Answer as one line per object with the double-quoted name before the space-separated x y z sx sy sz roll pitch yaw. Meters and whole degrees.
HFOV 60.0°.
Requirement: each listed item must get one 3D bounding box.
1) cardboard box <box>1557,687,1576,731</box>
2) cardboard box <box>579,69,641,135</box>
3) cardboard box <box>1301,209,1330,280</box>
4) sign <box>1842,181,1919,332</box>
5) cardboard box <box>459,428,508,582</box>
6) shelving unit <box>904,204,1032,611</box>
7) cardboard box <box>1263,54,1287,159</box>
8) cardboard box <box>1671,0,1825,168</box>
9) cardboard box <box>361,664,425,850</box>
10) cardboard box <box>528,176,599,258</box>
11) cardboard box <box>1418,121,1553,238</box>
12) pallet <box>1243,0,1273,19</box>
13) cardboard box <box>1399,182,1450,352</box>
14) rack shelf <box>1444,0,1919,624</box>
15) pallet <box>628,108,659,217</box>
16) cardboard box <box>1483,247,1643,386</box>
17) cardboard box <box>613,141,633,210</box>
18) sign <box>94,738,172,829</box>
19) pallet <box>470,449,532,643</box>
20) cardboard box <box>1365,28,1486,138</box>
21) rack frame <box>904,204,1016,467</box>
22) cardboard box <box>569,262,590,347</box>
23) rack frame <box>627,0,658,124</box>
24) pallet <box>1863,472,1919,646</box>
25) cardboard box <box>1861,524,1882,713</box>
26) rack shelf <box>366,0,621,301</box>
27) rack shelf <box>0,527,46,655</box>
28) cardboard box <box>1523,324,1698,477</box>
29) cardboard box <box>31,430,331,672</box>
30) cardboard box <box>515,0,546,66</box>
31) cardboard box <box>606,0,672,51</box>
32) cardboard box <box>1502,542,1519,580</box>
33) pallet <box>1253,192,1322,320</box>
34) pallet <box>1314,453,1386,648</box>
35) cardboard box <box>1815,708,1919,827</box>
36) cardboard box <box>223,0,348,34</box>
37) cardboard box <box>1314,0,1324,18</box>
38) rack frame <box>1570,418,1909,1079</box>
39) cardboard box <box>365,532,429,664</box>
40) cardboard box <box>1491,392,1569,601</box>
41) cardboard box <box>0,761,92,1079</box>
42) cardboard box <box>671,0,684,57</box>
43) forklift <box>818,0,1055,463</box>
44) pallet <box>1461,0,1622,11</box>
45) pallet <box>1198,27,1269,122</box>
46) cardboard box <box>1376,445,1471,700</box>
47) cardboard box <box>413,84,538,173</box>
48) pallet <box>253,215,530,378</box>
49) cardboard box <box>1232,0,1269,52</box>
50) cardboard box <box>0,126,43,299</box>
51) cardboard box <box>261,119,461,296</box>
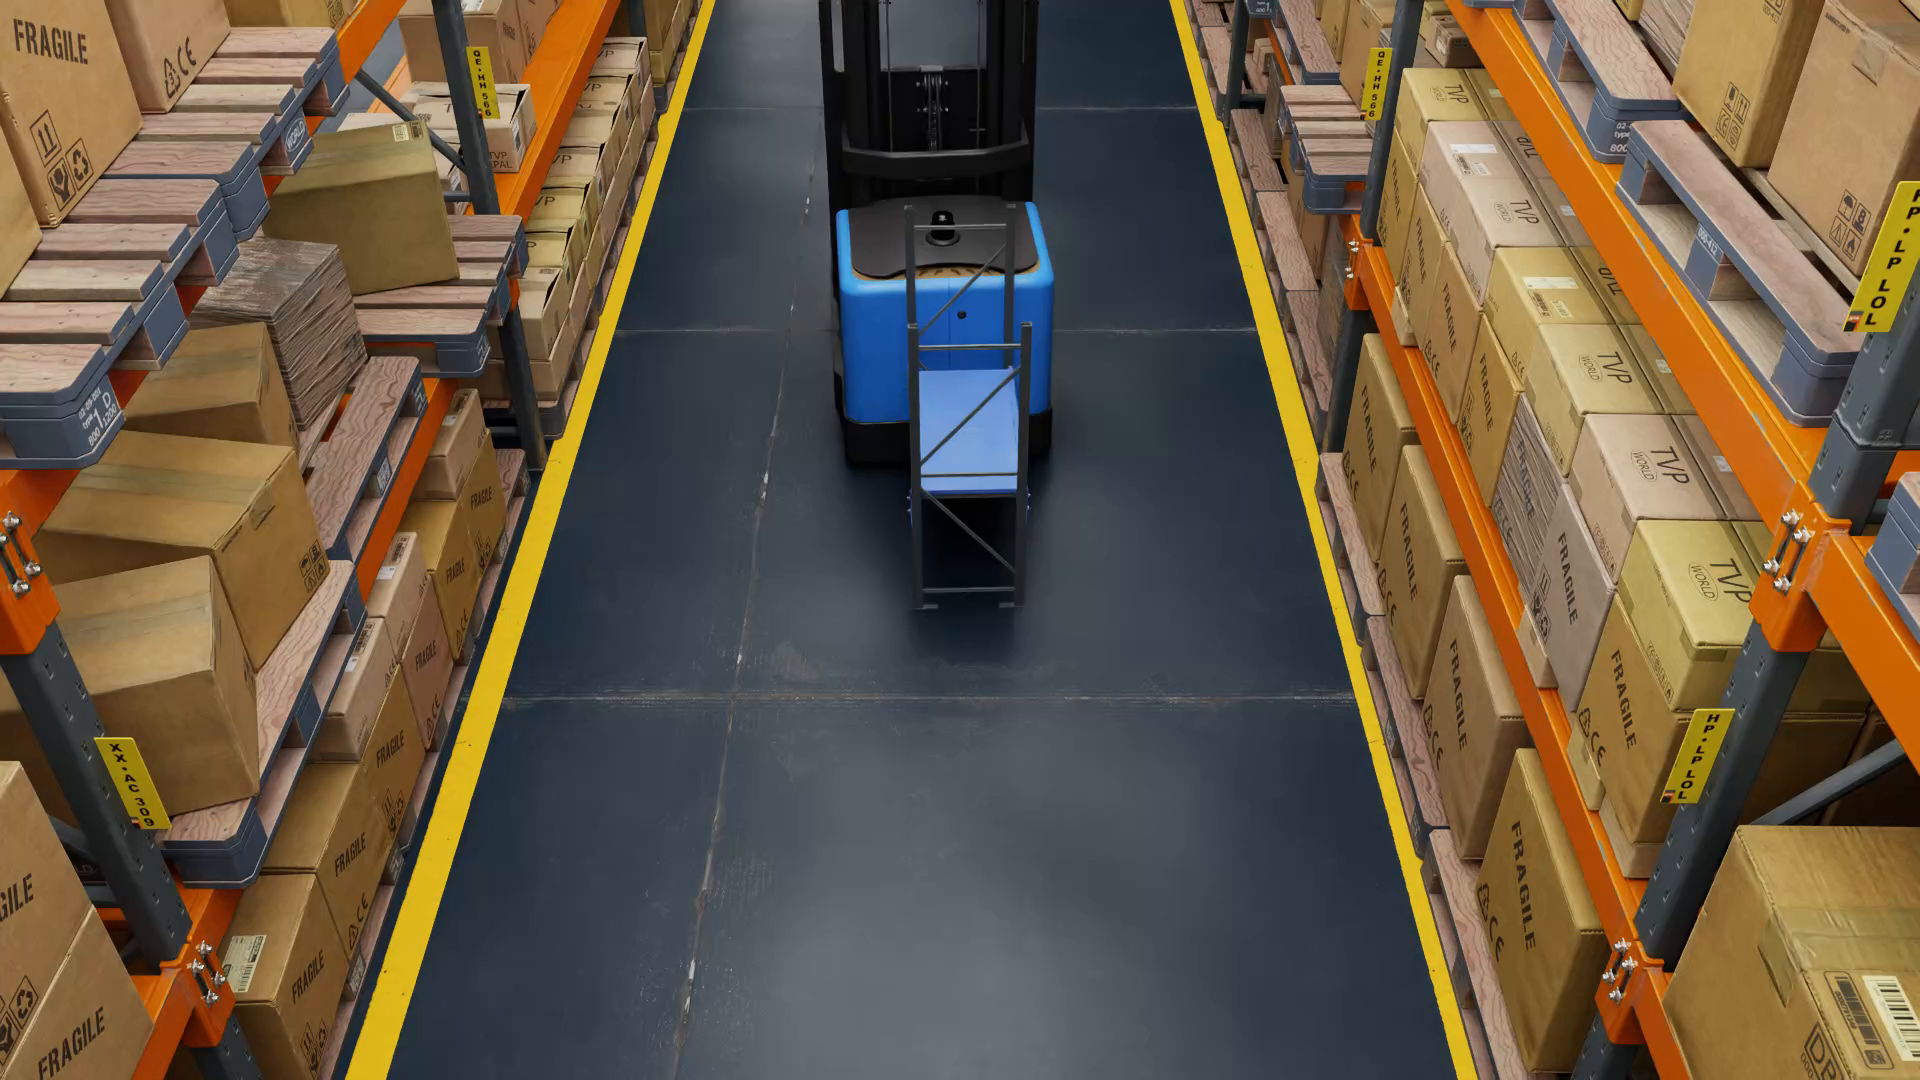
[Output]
"cardboard box" 2.087 0.506 5.151 0.380 0.149 0.250 1 39 1
"cardboard box" -2.320 -2.782 10.483 0.500 0.311 0.500 1 39 1
"cardboard box" 2.378 -1.835 9.533 0.700 0.500 0.500 0 39 0
"sign" 1.807 -0.542 3.210 0.100 0.325 0.005 0 39 0
"cardboard box" -2.373 -0.161 7.445 0.500 0.500 0.500 1 39 2
"shelving unit" 0.020 -0.596 7.539 0.538 1.500 1.048 -1 39 -2
"cardboard box" 2.357 -2.793 10.729 0.700 0.500 0.500 1 39 1
"cardboard box" 2.393 -1.333 4.430 0.700 0.500 0.500 -1 39 -1
"cardboard box" -2.366 0.807 6.237 0.500 0.500 0.500 0 39 0
"cardboard box" -2.323 -1.834 9.300 0.500 0.311 0.500 -1 39 -1
"cardboard box" 2.089 -1.390 6.399 0.500 0.250 0.500 -1 39 -1
"pallet" 2.195 -3.504 10.122 1.003 0.211 1.213 0 39 0
"cardboard box" 2.080 -1.087 6.619 0.500 0.500 0.500 1 39 1
"rack shelf" 2.347 -1.194 5.264 1.077 0.370 4.000 0 39 0
"pallet" -2.574 -2.502 10.949 1.003 0.211 1.213 0 39 0
"cardboard box" 2.100 -0.759 5.610 0.500 0.250 0.500 -1 39 -1
"cardboard box" -2.324 -2.246 10.263 0.500 0.250 0.500 1 39 1
"sign" -2.062 0.609 4.144 0.100 0.325 0.005 0 39 0
"pallet" -2.646 0.006 7.819 1.003 0.211 1.213 0 39 0
"cardboard box" 2.334 -2.060 7.735 0.700 0.500 0.500 -4 39 -5
"rack frame" 0.001 -0.913 7.936 0.500 1.500 0.032 -1 39 -2
"cardboard box" -2.318 -1.282 9.060 0.500 0.250 0.500 -1 39 -1
"rack frame" -2.614 -4.051 10.651 1.000 3.000 0.127 0 39 0
"pallet" 2.340 0.322 2.867 1.003 0.211 1.213 0 39 0
"cardboard box" 2.609 0.203 4.410 0.500 0.250 0.500 1 39 1
"rack shelf" -2.611 -2.519 9.316 1.077 0.370 4.000 0 39 0
"rack shelf" -2.602 1.313 2.135 1.077 0.370 4.000 0 39 0
"cardboard box" 2.101 -0.440 5.212 0.500 0.250 0.500 1 39 1
"cardboard box" -2.446 0.023 5.153 0.700 0.500 0.500 6 39 7
"cardboard box" -2.628 -2.967 9.219 0.500 0.500 0.500 0 39 0
"cardboard box" -2.301 -3.724 11.508 0.500 0.500 0.500 0 39 0
"cardboard box" 2.108 0.031 5.743 0.380 0.149 0.250 -1 39 -1
"pallet" 2.347 -1.717 9.969 1.003 0.211 1.213 0 39 0
"pallet" 2.270 0.026 7.794 1.003 0.211 1.213 0 39 0
"cardboard box" 2.601 0.495 4.645 0.500 0.500 0.500 -1 39 -2
"cardboard box" -2.574 -1.842 5.417 0.910 0.500 0.500 0 39 0
"cardboard box" 2.332 -3.188 9.143 0.700 0.500 0.500 5 39 6
"rack frame" 2.349 0.946 4.416 1.000 3.000 0.127 0 39 0
"cardboard box" -2.364 0.222 6.368 0.500 0.250 0.500 -1 39 -1
"cardboard box" 2.094 -0.138 5.436 0.500 0.500 0.500 0 39 0
"cardboard box" -2.345 0.839 3.670 0.500 0.500 0.500 0 39 0
"cardboard box" -2.307 -3.744 12.132 0.500 0.250 0.500 0 39 0
"forklift" -0.179 -2.440 8.697 1.130 2.935 3.031 -3 39 -4
"pallet" 2.398 -2.249 6.156 1.213 0.211 1.003 2 39 2
"pallet" 2.304 -3.388 12.055 1.003 0.211 1.213 0 39 0
"cardboard box" 2.209 0.128 6.821 0.750 0.750 0.750 0 39 0
"cardboard box" -2.416 -2.074 8.256 0.500 0.311 0.500 0 39 -1
"pallet" -2.538 -1.051 7.061 1.213 0.211 1.003 0 39 0
"cardboard box" 2.299 -3.902 12.113 0.500 0.500 0.500 -3 39 -3
"cardboard box" -2.531 -0.775 3.670 0.600 0.600 0.600 -3 39 -4
"cardboard box" -2.496 -1.358 6.876 0.700 0.500 0.500 -12 40 -15
